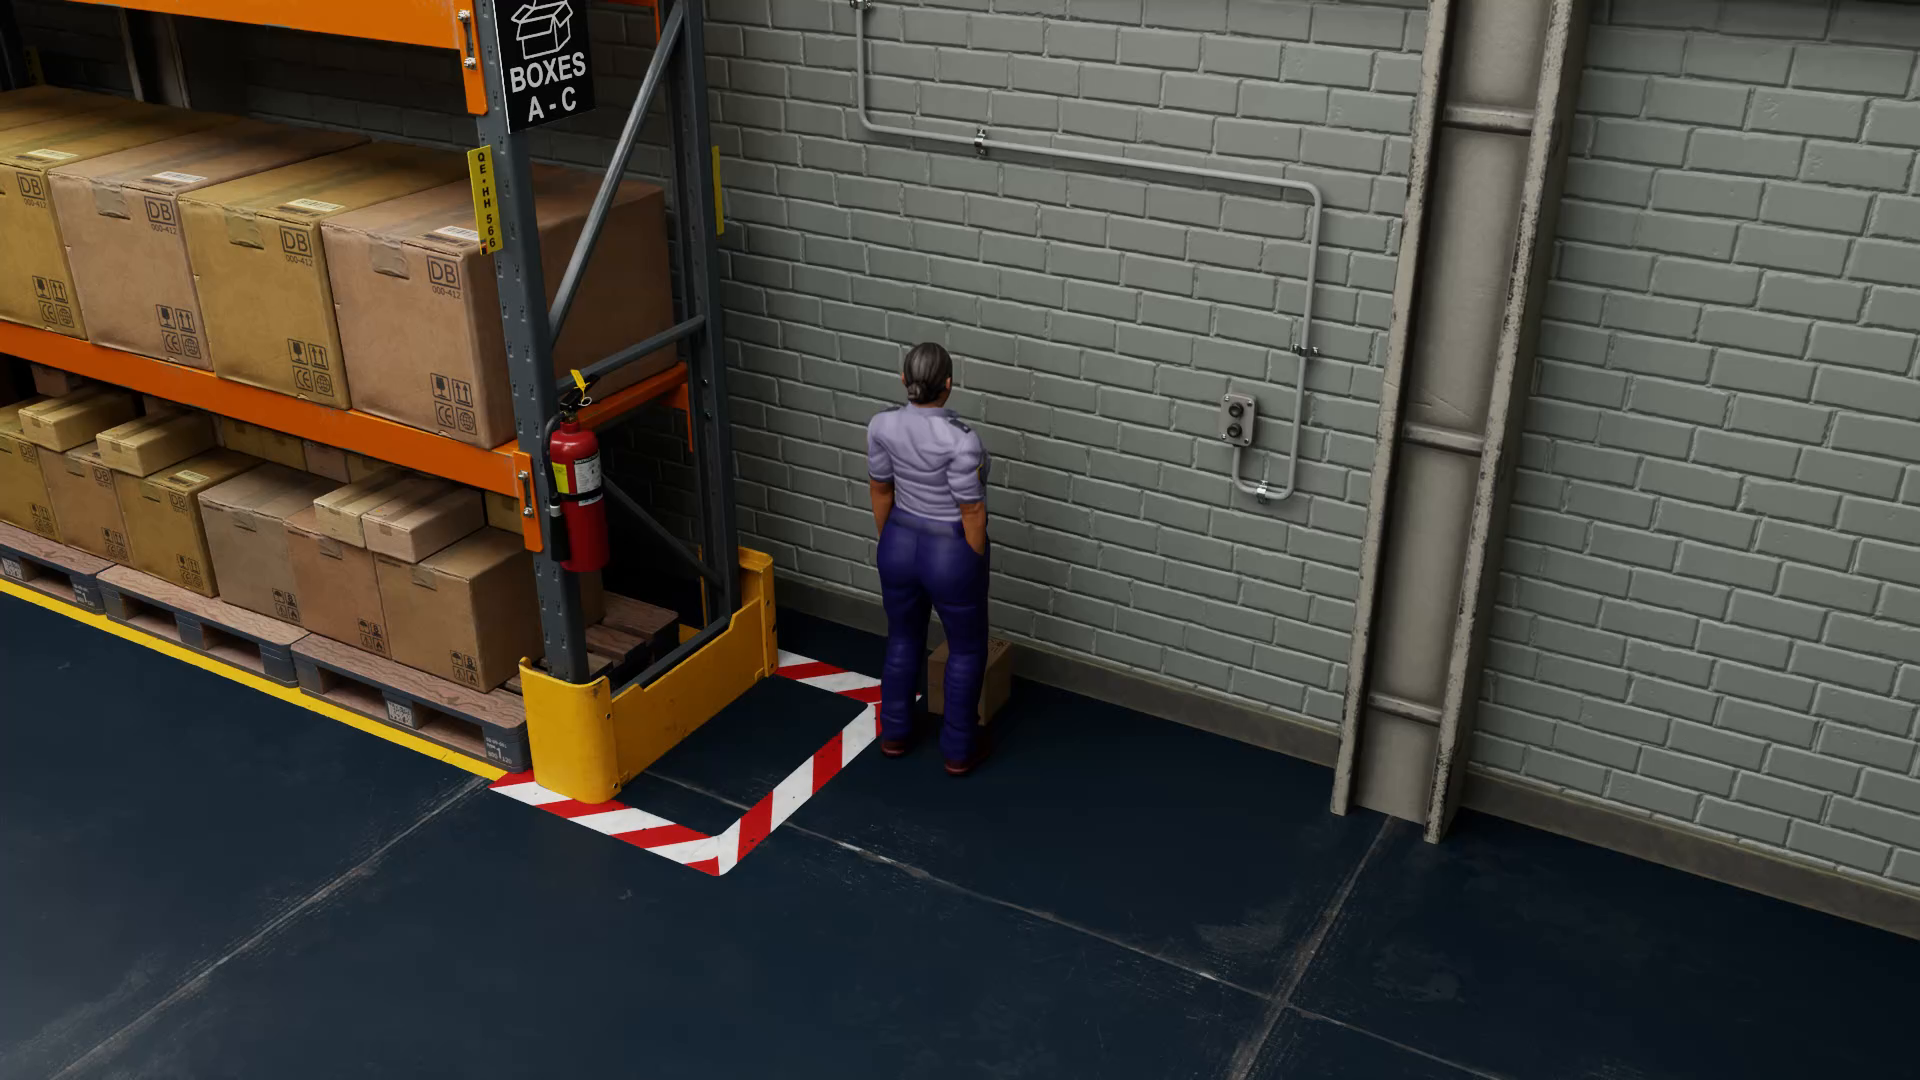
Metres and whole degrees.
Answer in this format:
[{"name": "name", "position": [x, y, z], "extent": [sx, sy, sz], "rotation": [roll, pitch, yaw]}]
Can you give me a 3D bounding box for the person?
[{"name": "person", "position": [-0.102, 0.067, 6.020], "extent": [0.467, 1.632, 0.343], "rotation": [14, 30, 26]}]
